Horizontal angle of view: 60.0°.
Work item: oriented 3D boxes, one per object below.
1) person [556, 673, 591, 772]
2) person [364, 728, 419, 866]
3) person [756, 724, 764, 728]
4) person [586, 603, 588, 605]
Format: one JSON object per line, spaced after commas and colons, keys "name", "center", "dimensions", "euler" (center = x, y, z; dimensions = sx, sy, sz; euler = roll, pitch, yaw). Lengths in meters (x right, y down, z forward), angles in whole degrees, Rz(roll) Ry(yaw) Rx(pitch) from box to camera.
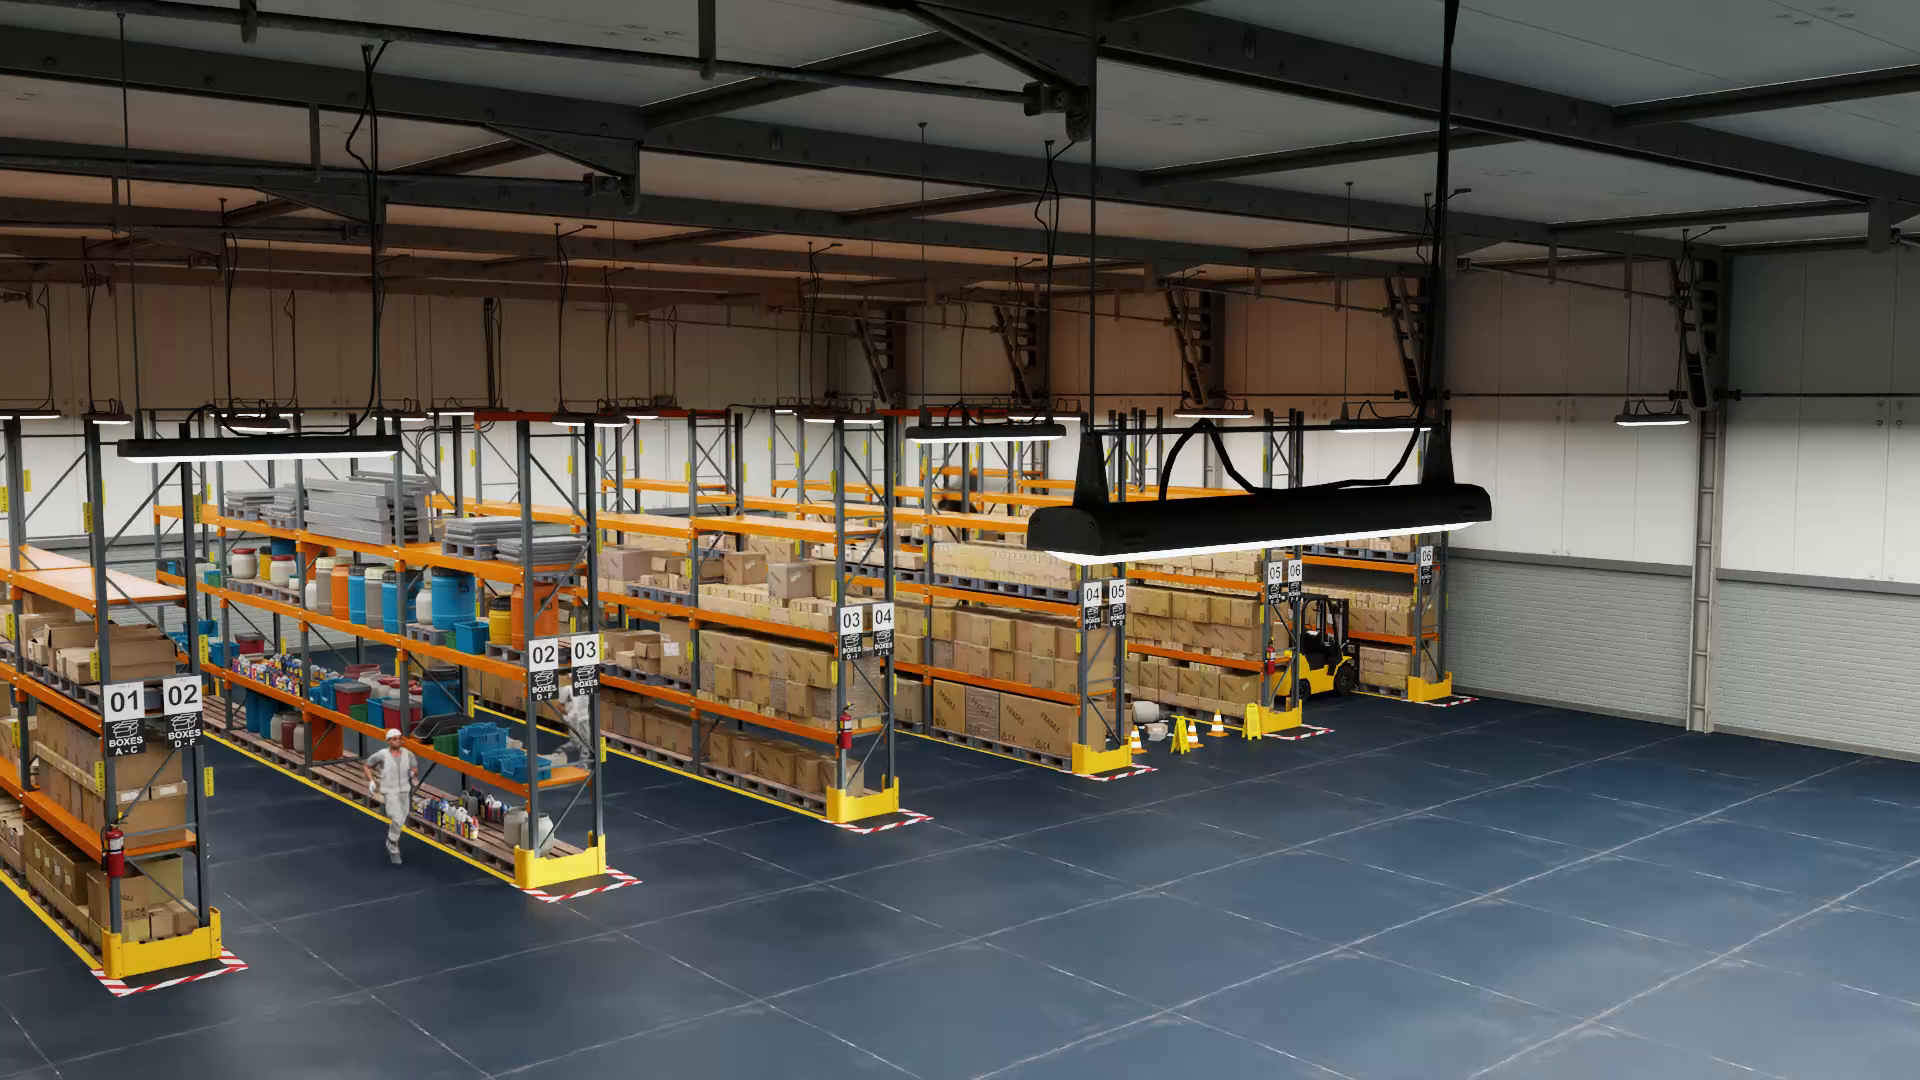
{"name": "person", "center": [-6.413, 3.013, 27.804], "dimensions": [0.799, 1.752, 0.700], "euler": [4, 6, 35]}
{"name": "person", "center": [-7.643, 3.464, 22.512], "dimensions": [0.762, 1.839, 0.643], "euler": [5, 7, 43]}
{"name": "person", "center": [-3.816, 2.671, 31.724], "dimensions": [0.728, 1.801, 0.671], "euler": [4, 6, 37]}
{"name": "person", "center": [-8.409, 2.221, 37.695], "dimensions": [0.638, 1.616, 0.500], "euler": [-3, 6, -31]}
